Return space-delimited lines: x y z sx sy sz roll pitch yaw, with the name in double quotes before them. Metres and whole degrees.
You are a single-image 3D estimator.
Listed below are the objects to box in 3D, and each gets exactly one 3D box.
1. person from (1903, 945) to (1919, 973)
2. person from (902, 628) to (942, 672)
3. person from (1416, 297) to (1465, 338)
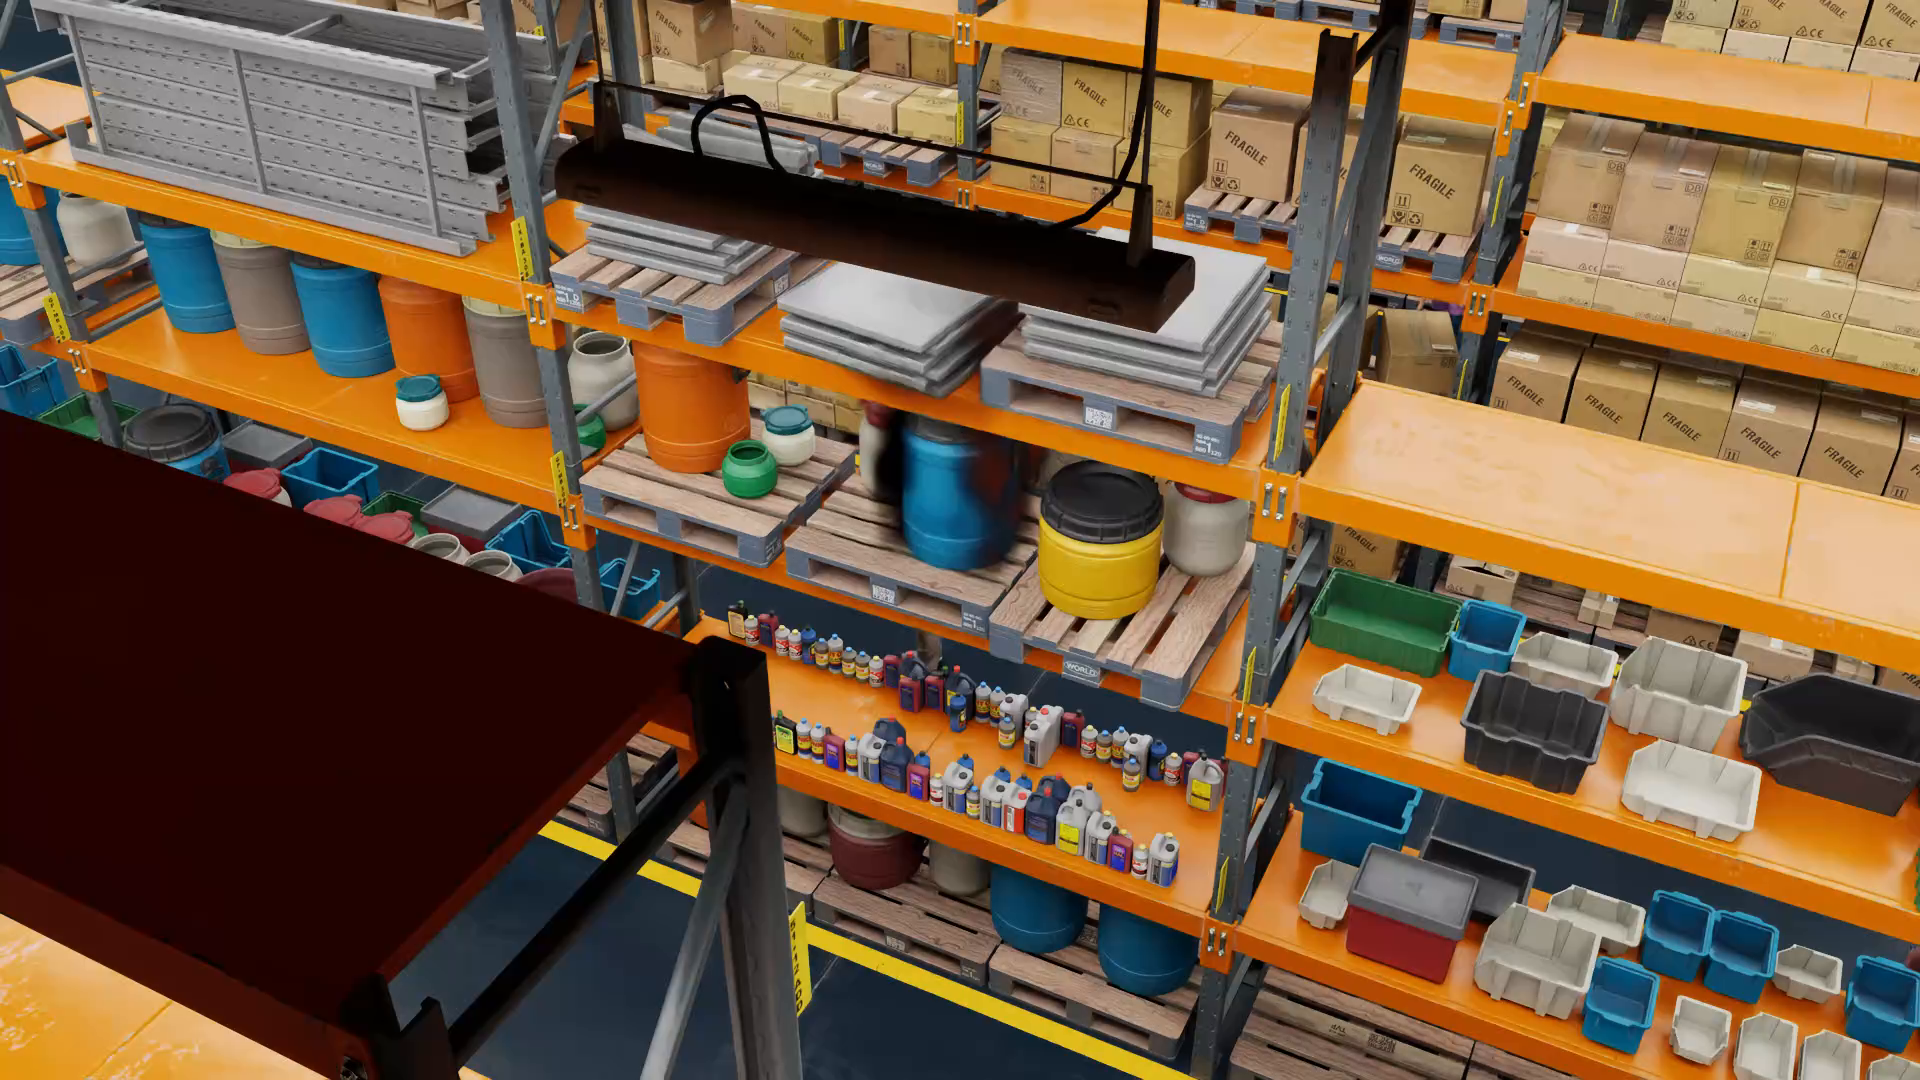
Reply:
"person" 5.610 2.284 9.173 0.833 1.708 0.602 21 40 27
"person" -0.338 0.322 11.927 0.590 1.717 0.598 -28 44 -34
"person" 4.550 -2.128 15.524 0.614 1.580 0.593 -13 37 -18
